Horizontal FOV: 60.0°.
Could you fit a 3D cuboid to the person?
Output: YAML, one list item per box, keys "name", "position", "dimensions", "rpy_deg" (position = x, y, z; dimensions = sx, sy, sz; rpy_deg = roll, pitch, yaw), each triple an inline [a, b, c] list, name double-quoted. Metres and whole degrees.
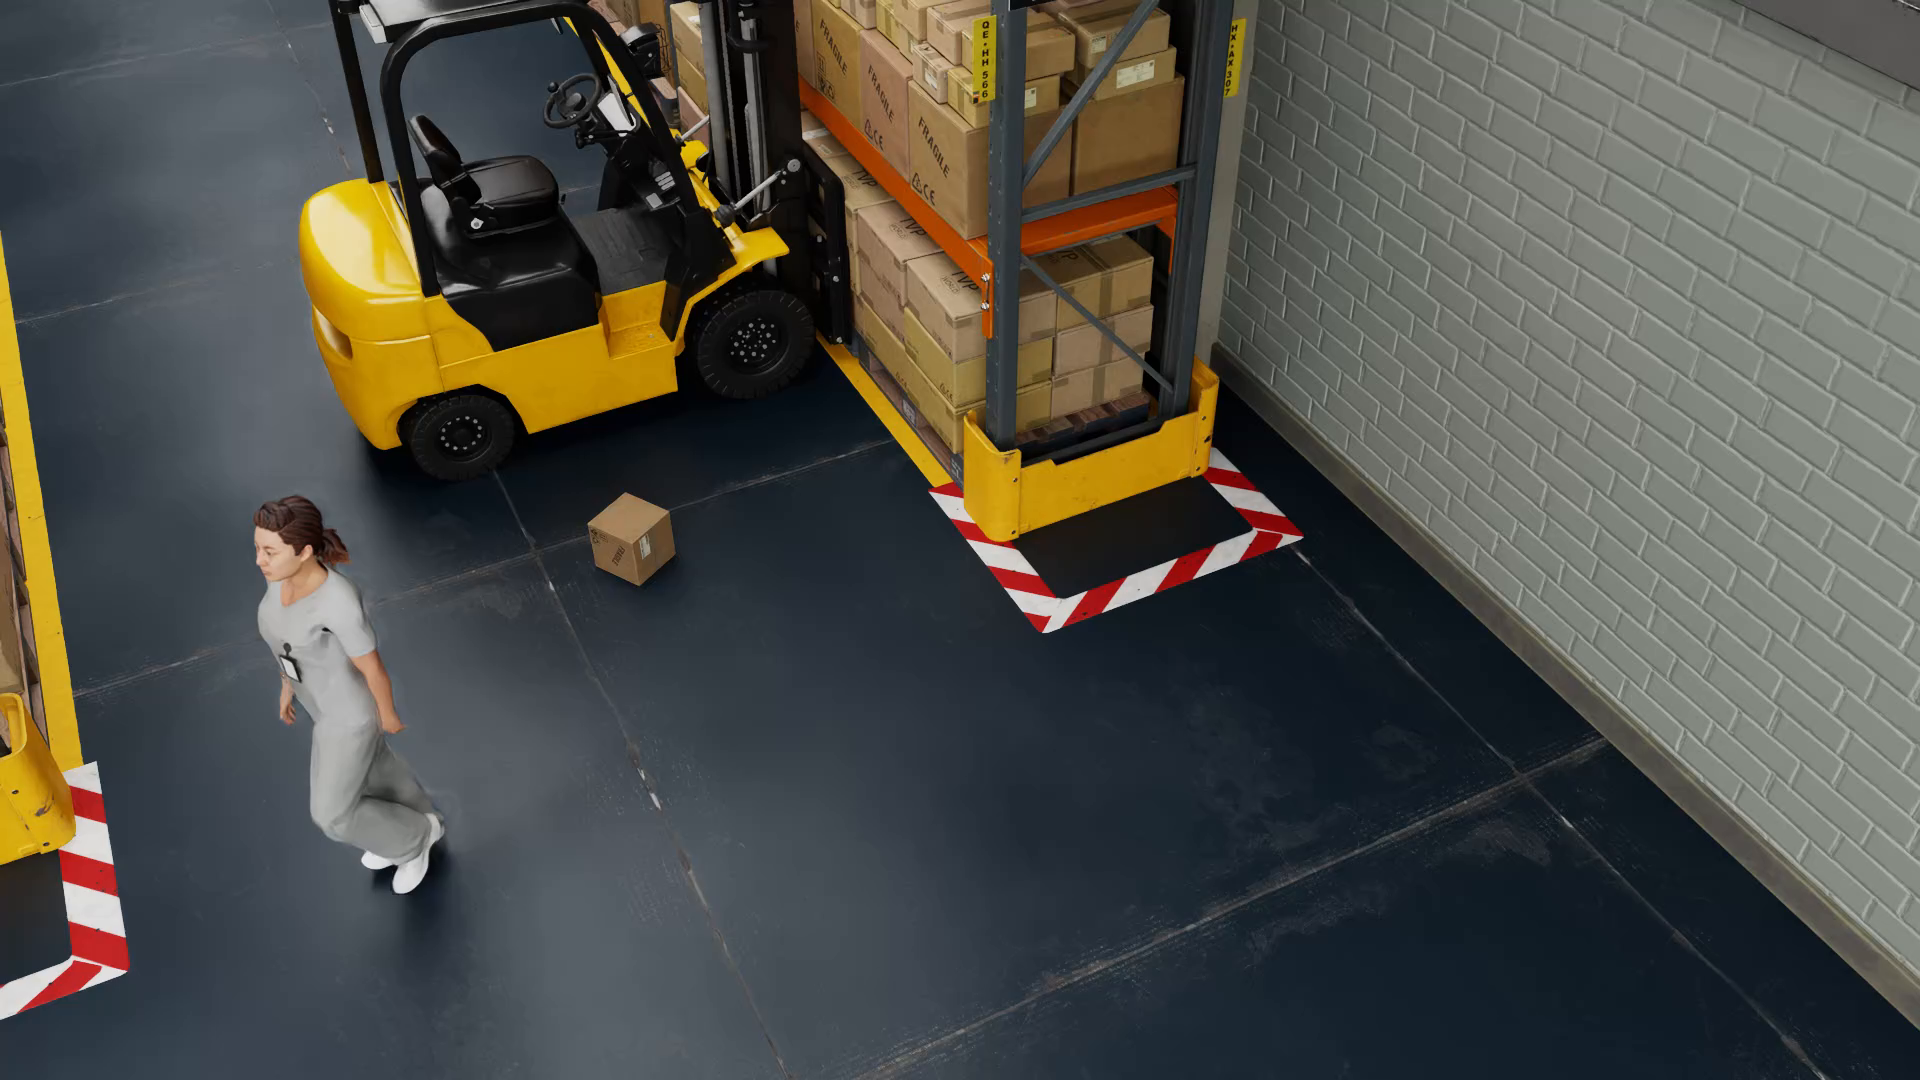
- name: "person"
  position: [-2.075, 0.558, 5.512]
  dimensions: [0.439, 1.685, 0.454]
  rpy_deg: [33, 51, 32]
